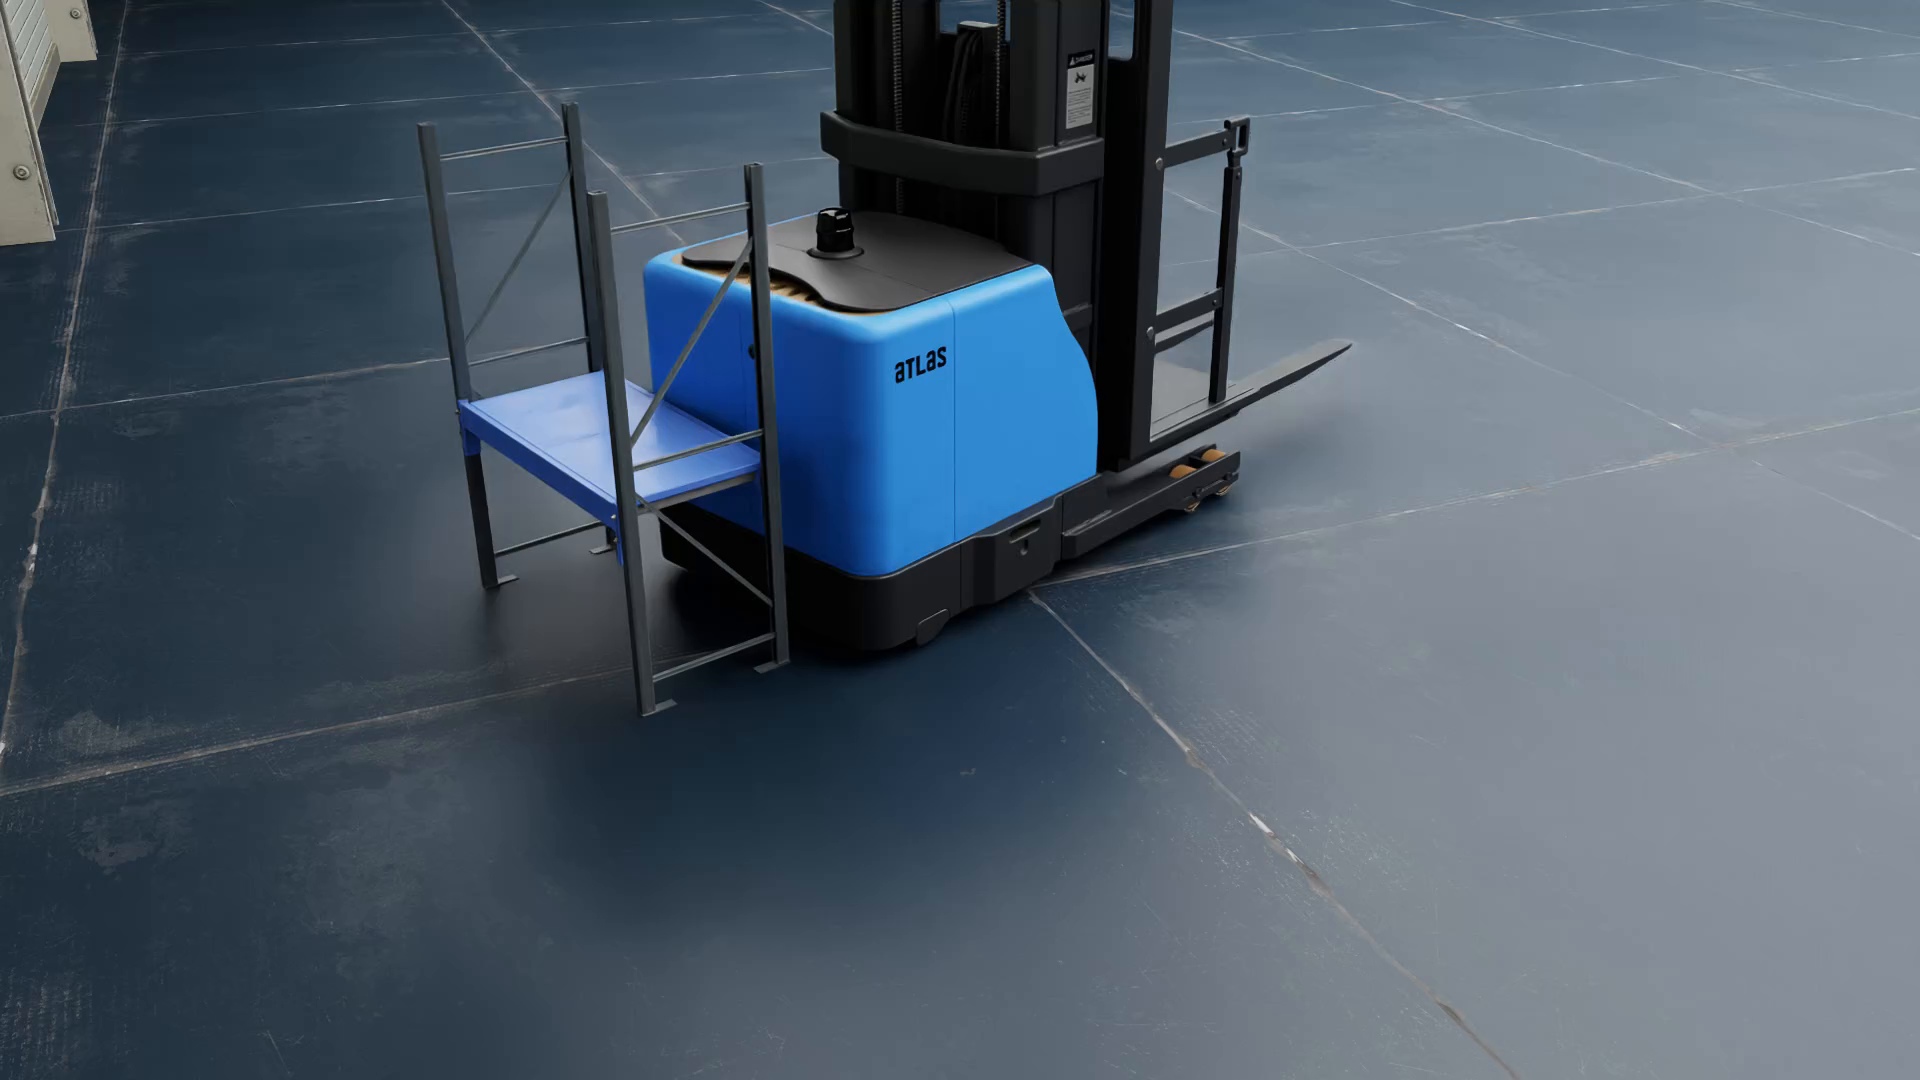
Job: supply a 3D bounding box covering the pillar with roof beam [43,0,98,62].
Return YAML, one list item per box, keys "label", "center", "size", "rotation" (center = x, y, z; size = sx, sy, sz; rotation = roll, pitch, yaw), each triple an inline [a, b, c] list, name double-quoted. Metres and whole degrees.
- label: "pillar with roof beam"
  center: [-3.569, -8.901, 13.723]
  size: [9.100, 9.000, 0.400]
  rotation: [-11, 28, -21]

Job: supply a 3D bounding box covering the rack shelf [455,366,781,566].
- label: "rack shelf"
  center: [-1.037, -0.253, 4.968]
  size: [0.538, 0.185, 1.000]
  rotation: [-20, 32, -35]

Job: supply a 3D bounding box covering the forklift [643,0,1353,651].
- label: "forklift"
  center: [0.376, -1.551, 5.586]
  size: [1.130, 2.935, 3.031]
  rotation: [22, 33, 37]

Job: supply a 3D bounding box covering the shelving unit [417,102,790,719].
- label: "shelving unit"
  center: [-1.037, -0.414, 4.889]
  size: [0.538, 1.500, 1.048]
  rotation: [-20, 32, -35]

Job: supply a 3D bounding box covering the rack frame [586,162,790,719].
- label: "rack frame"
  center: [-0.715, -0.242, 4.536]
  size: [0.500, 1.500, 0.032]
  rotation: [-20, 32, -35]

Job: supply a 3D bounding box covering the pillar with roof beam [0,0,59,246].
- label: "pillar with roof beam"
  center: [-1.219, -6.479, 8.762]
  size: [9.100, 9.000, 0.400]
  rotation: [-11, 28, -21]

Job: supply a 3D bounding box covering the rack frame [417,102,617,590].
- label: "rack frame"
  center: [-1.360, -0.587, 5.242]
  size: [0.500, 1.500, 0.032]
  rotation: [-20, 32, -35]
